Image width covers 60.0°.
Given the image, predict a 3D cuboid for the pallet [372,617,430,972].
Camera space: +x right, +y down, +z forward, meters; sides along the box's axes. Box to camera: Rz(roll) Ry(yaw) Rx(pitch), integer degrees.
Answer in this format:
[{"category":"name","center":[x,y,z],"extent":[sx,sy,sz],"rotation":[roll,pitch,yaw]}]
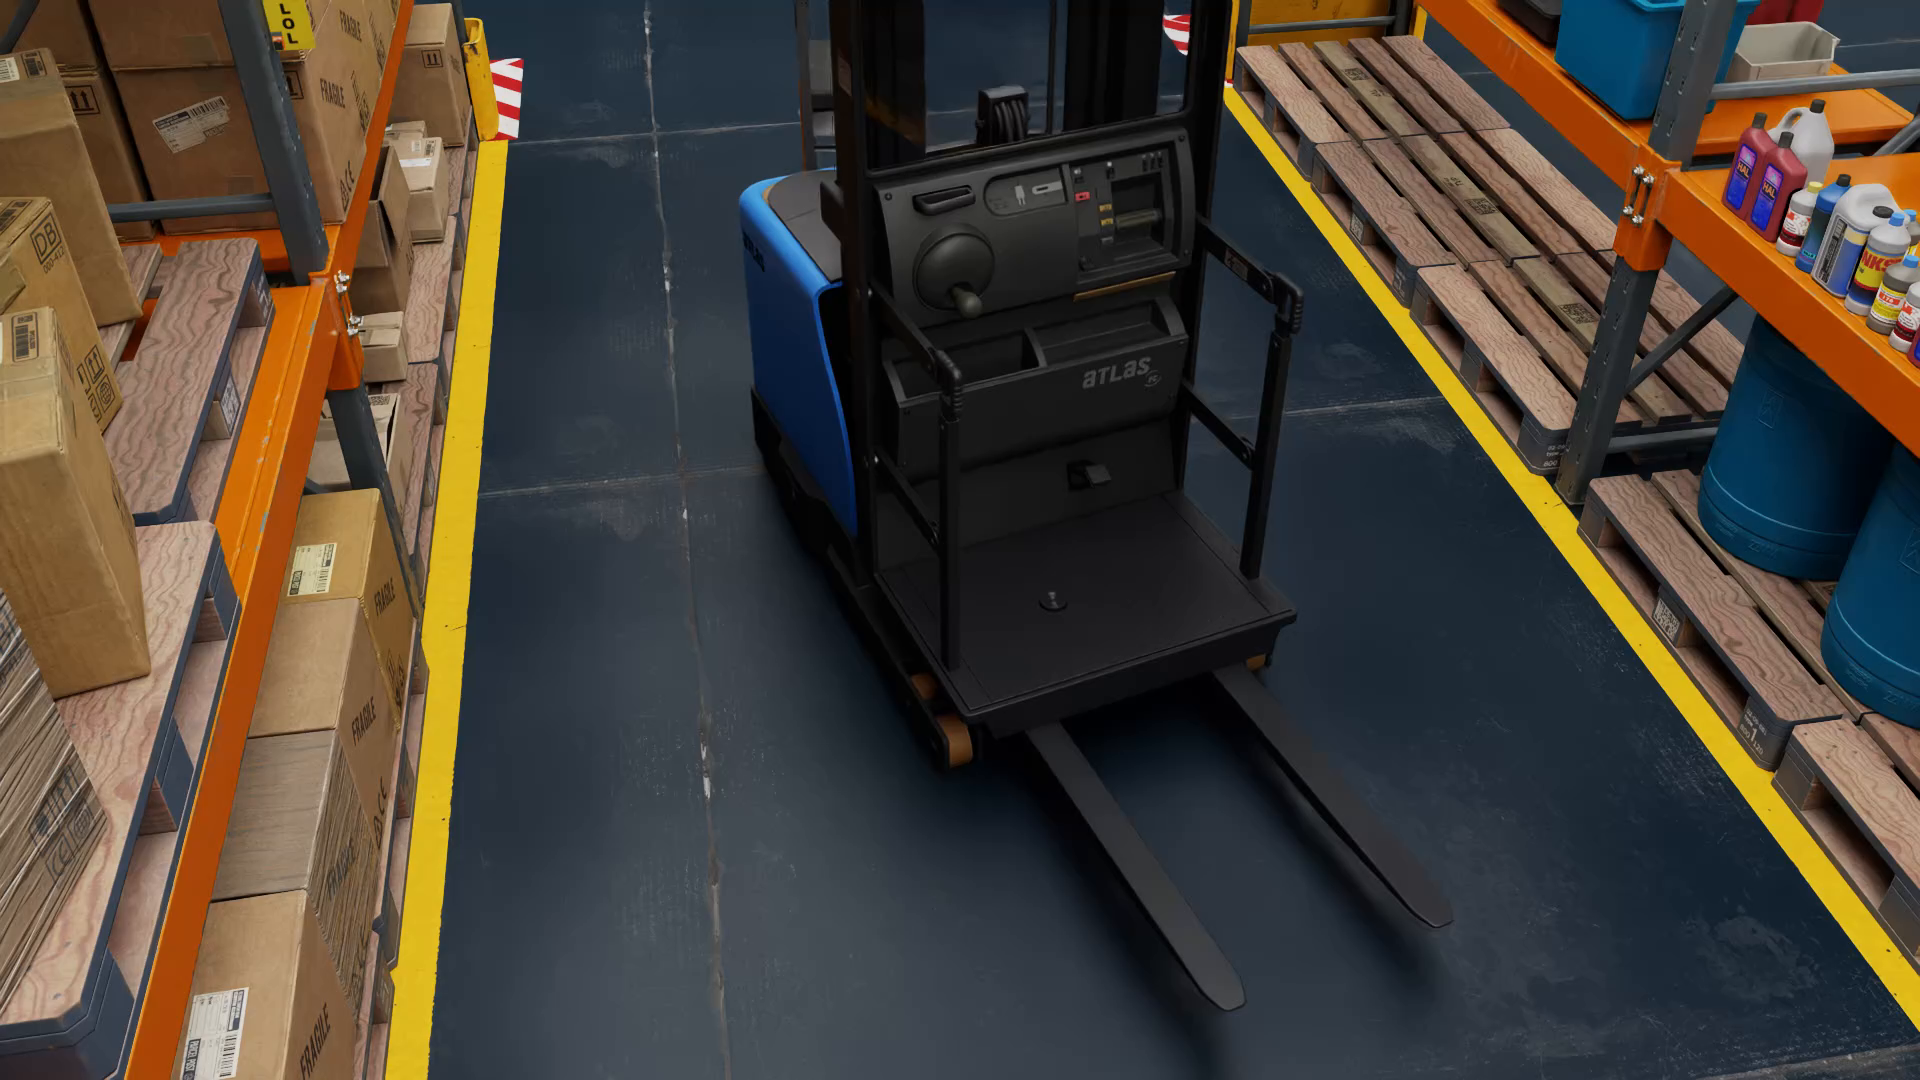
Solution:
[{"category":"pallet","center":[-2.057,0.730,4.639],"extent":[1.003,0.211,1.213],"rotation":[-6,38,-8]}]

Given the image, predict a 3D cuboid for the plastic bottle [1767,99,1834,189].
[{"category":"plastic bottle","center":[2.390,-1.098,4.759],"extent":[0.144,0.351,0.185],"rotation":[-6,38,-8]}]

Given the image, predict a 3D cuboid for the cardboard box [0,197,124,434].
[{"category":"cardboard box","center":[-2.191,-0.345,3.326],"extent":[0.700,0.500,0.500],"rotation":[-1,38,-1]}]

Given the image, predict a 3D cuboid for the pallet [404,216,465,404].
[{"category":"pallet","center":[-2.574,-0.911,6.751],"extent":[1.003,0.211,1.213],"rotation":[-6,38,-8]}]

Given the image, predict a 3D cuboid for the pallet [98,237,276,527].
[{"category":"pallet","center":[-2.204,-0.289,3.833],"extent":[1.003,0.211,1.213],"rotation":[-6,38,-8]}]

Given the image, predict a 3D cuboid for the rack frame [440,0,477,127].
[{"category":"rack frame","center":[-2.938,-3.275,7.520],"extent":[1.000,3.000,0.127],"rotation":[-6,38,-8]}]

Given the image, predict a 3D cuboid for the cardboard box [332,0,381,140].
[{"category":"cardboard box","center":[-2.151,-1.544,5.211],"extent":[0.500,0.500,0.500],"rotation":[-6,38,-7]}]

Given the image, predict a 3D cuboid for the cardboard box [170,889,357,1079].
[{"category":"cardboard box","center":[-1.611,1.131,3.528],"extent":[0.500,0.500,0.500],"rotation":[-7,38,-9]}]

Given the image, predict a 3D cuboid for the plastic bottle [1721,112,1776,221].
[{"category":"plastic bottle","center":[2.284,-1.076,4.785],"extent":[0.061,0.283,0.133],"rotation":[-6,38,-8]}]

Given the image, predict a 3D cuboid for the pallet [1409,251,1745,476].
[{"category":"pallet","center":[2.473,-0.728,6.515],"extent":[1.003,0.211,1.213],"rotation":[-6,38,-8]}]

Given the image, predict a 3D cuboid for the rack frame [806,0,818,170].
[{"category":"rack frame","center":[-0.377,-1.662,6.177],"extent":[0.400,2.100,0.015],"rotation":[-3,38,-3]}]

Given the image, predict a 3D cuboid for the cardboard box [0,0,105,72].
[{"category":"cardboard box","center":[-2.581,-1.571,4.430],"extent":[0.500,0.500,0.500],"rotation":[-6,38,-8]}]

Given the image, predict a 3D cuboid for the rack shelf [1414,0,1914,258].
[{"category":"rack shelf","center":[2.290,-2.313,6.869],"extent":[1.077,0.370,4.000],"rotation":[-6,38,-8]}]

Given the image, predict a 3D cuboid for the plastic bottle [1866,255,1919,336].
[{"category":"plastic bottle","center":[2.421,-0.638,4.288],"extent":[0.097,0.201,0.097],"rotation":[0,38,0]}]

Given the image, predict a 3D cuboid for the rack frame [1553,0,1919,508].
[{"category":"rack frame","center":[2.640,-1.389,5.093],"extent":[1.000,3.000,0.127],"rotation":[-6,38,-8]}]

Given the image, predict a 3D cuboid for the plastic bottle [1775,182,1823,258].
[{"category":"plastic bottle","center":[2.346,-0.895,4.619],"extent":[0.097,0.201,0.097],"rotation":[0,38,0]}]

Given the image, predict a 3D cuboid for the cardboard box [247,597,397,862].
[{"category":"cardboard box","center":[-1.790,0.521,4.313],"extent":[0.500,0.500,0.500],"rotation":[-6,38,-8]}]

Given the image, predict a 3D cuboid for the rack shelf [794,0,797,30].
[{"category":"rack shelf","center":[-0.359,-2.055,5.564],"extent":[0.431,0.518,0.480],"rotation":[-3,38,-3]}]

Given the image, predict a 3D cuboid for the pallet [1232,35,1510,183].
[{"category":"pallet","center":[2.045,-2.202,8.412],"extent":[1.003,0.211,1.213],"rotation":[-6,38,-8]}]

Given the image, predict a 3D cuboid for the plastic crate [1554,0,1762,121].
[{"category":"plastic crate","center":[2.223,-1.652,5.396],"extent":[0.392,0.384,0.575],"rotation":[-6,38,-8]}]

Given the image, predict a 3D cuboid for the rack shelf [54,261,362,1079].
[{"category":"rack shelf","center":[-1.886,0.633,3.076],"extent":[1.077,0.370,4.000],"rotation":[-6,38,-8]}]

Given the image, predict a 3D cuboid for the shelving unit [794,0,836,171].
[{"category":"shelving unit","center":[-0.359,-1.512,5.985],"extent":[0.431,2.100,0.503],"rotation":[-3,38,-3]}]

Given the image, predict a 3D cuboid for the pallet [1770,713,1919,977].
[{"category":"pallet","center":[2.952,0.921,4.393],"extent":[1.003,0.211,1.213],"rotation":[-6,38,-8]}]

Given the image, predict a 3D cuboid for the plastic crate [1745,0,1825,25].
[{"category":"plastic crate","center":[2.731,-2.005,5.784],"extent":[0.402,0.464,0.583],"rotation":[-6,38,-8]}]

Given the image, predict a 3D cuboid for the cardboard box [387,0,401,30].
[{"category":"cardboard box","center":[-2.327,-2.154,5.996],"extent":[0.500,0.500,0.500],"rotation":[-7,38,-9]}]

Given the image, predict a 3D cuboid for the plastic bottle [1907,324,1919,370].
[{"category":"plastic bottle","center":[2.440,-0.539,4.095],"extent":[0.061,0.283,0.133],"rotation":[-6,38,-8]}]

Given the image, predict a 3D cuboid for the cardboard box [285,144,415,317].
[{"category":"cardboard box","center":[-2.572,-1.181,6.501],"extent":[0.797,0.503,0.637],"rotation":[-6,38,-8]}]

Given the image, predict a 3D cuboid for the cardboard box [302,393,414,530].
[{"category":"cardboard box","center":[-2.098,-0.248,5.457],"extent":[0.500,0.311,0.500],"rotation":[-6,38,-8]}]

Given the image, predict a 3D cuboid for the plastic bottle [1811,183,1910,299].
[{"category":"plastic bottle","center":[2.410,-0.799,4.434],"extent":[0.152,0.276,0.135],"rotation":[-6,38,-8]}]

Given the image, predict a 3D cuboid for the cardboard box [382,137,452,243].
[{"category":"cardboard box","center":[-2.464,-1.484,7.098],"extent":[0.500,0.250,0.500],"rotation":[-6,38,-8]}]

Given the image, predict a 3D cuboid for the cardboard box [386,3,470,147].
[{"category":"cardboard box","center":[-2.601,-2.160,7.764],"extent":[0.500,0.500,0.500],"rotation":[-6,38,-8]}]

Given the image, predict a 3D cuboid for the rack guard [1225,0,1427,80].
[{"category":"rack guard","center":[1.922,-2.831,8.987],"extent":[1.175,0.500,0.348],"rotation":[-6,38,-8]}]

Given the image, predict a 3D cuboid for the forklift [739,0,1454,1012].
[{"category":"forklift","center":[0.313,-0.793,4.381],"extent":[1.130,2.935,3.031],"rotation":[-15,40,-19]}]

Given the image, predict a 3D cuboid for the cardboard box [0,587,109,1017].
[{"category":"cardboard box","center":[-1.730,0.411,2.353],"extent":[0.700,0.500,0.500],"rotation":[0,38,1]}]

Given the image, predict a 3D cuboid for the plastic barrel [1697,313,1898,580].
[{"category":"plastic barrel","center":[2.719,-0.396,5.183],"extent":[0.600,0.901,0.708],"rotation":[-6,38,-8]}]
